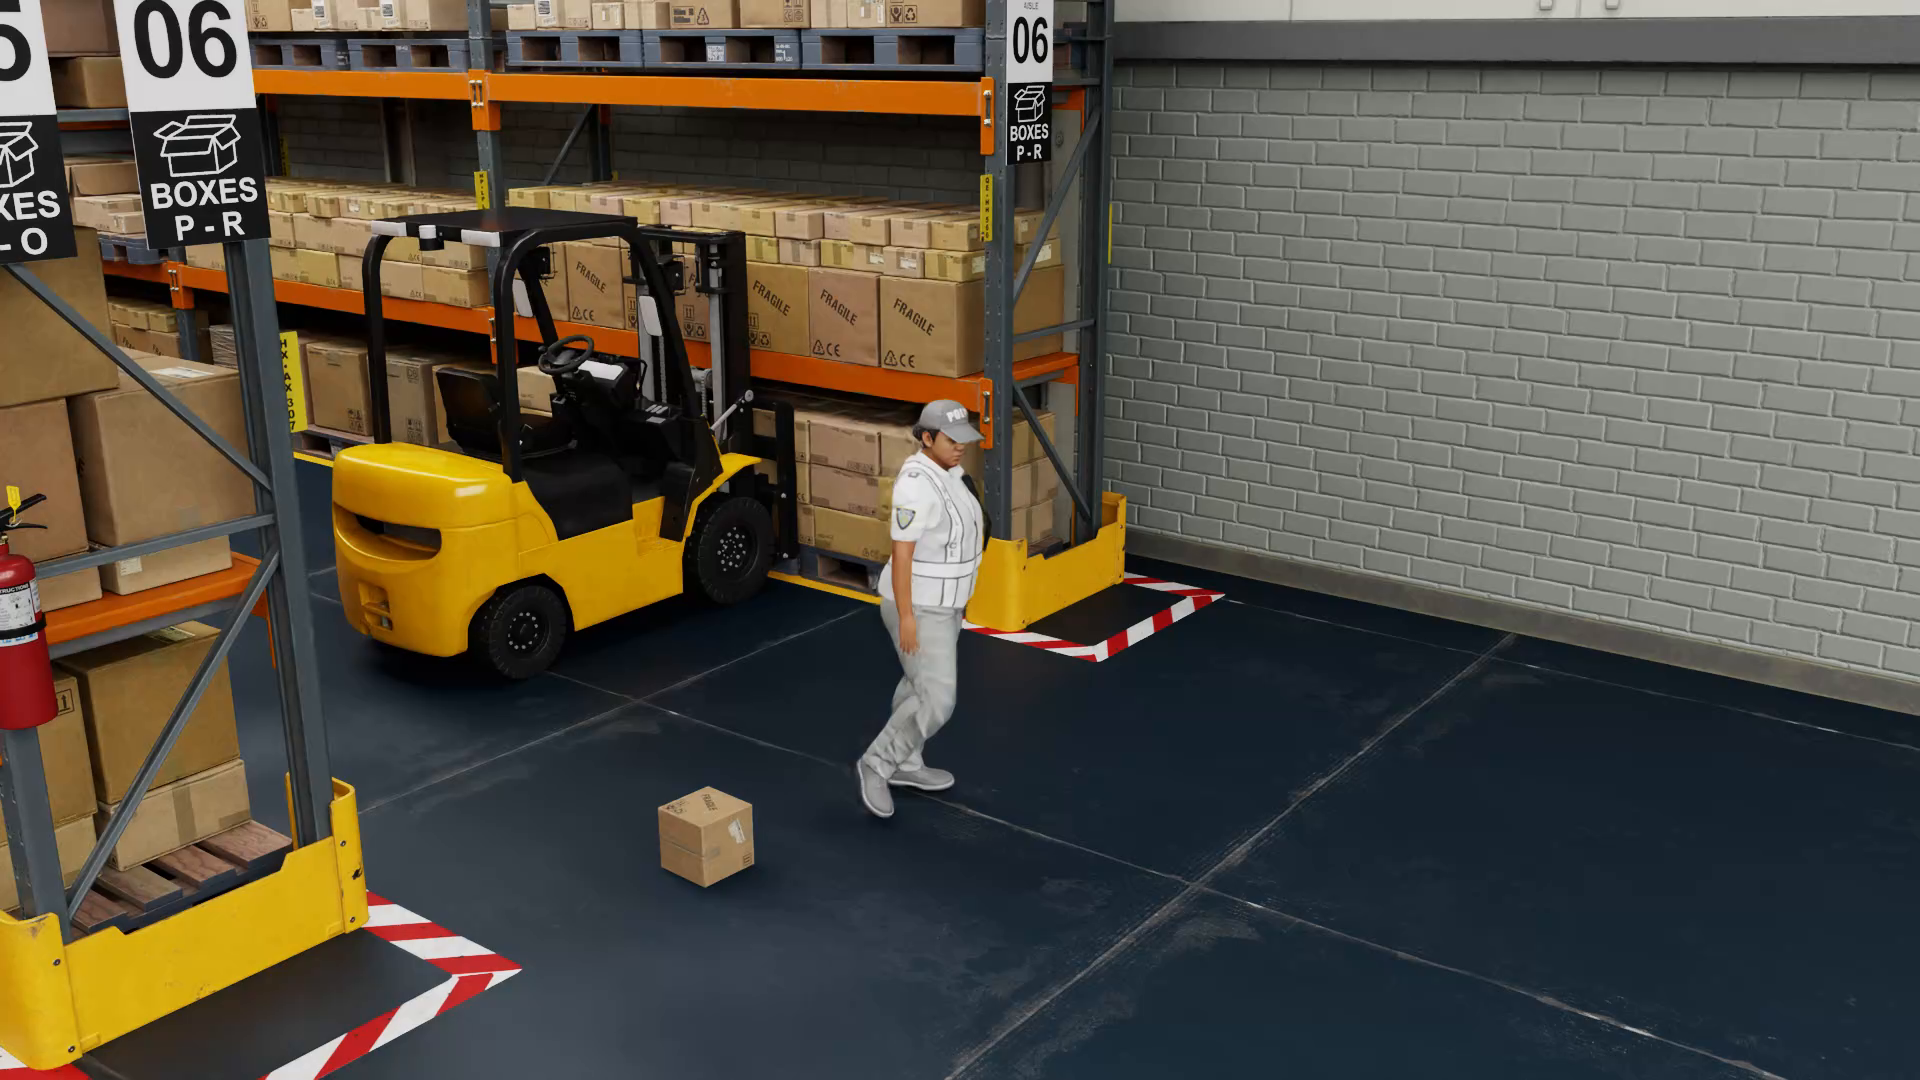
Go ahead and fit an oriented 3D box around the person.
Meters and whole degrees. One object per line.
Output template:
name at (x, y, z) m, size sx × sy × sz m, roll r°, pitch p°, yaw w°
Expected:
person at (-0.149, 0.327, 6.639) m, size 0.435 × 1.354 × 0.487 m, roll 5°, pitch 17°, yaw 15°
